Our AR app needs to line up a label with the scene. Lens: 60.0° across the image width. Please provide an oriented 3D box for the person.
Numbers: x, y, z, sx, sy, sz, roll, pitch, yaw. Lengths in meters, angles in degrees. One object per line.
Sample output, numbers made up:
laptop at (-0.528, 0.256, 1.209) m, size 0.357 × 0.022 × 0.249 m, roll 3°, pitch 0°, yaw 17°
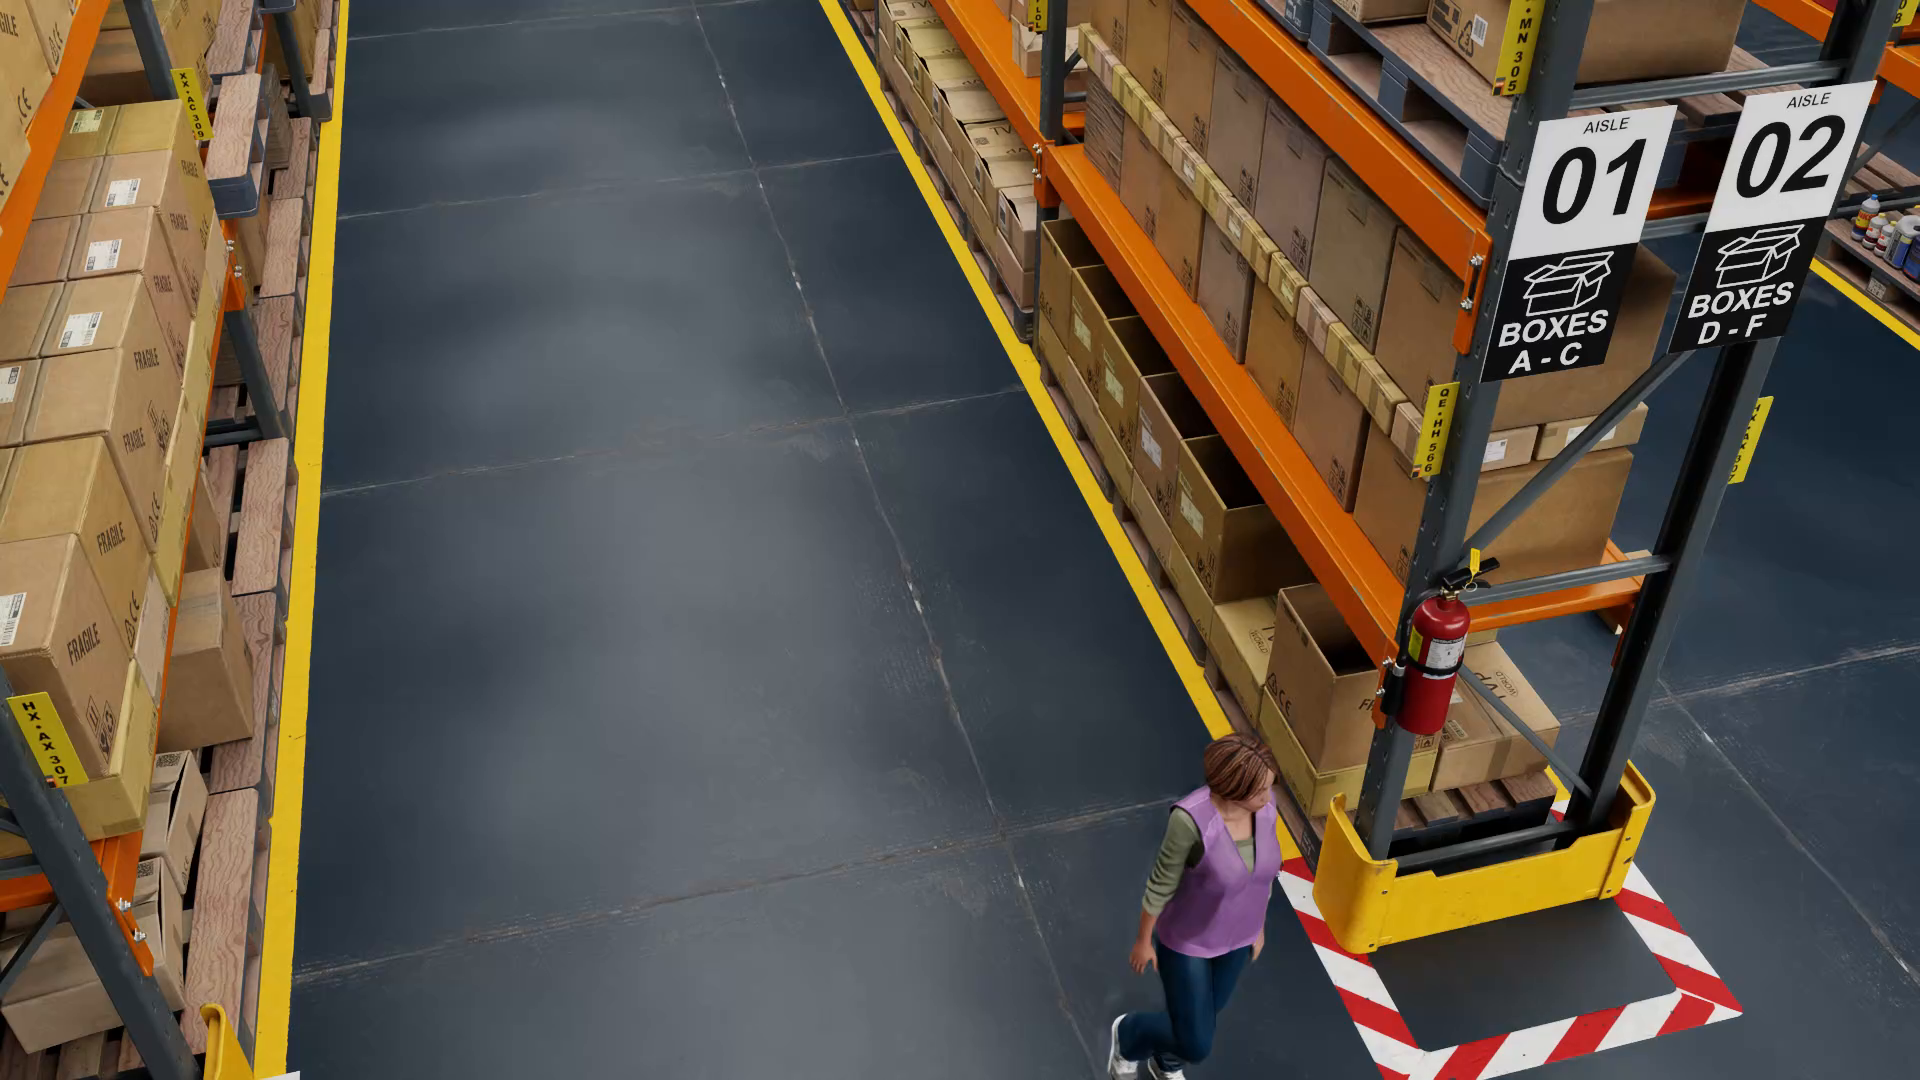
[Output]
person at (0.764, 1.231, 5.155) m, size 0.479 × 1.581 × 0.411 m, roll -18°, pitch 42°, yaw -21°
